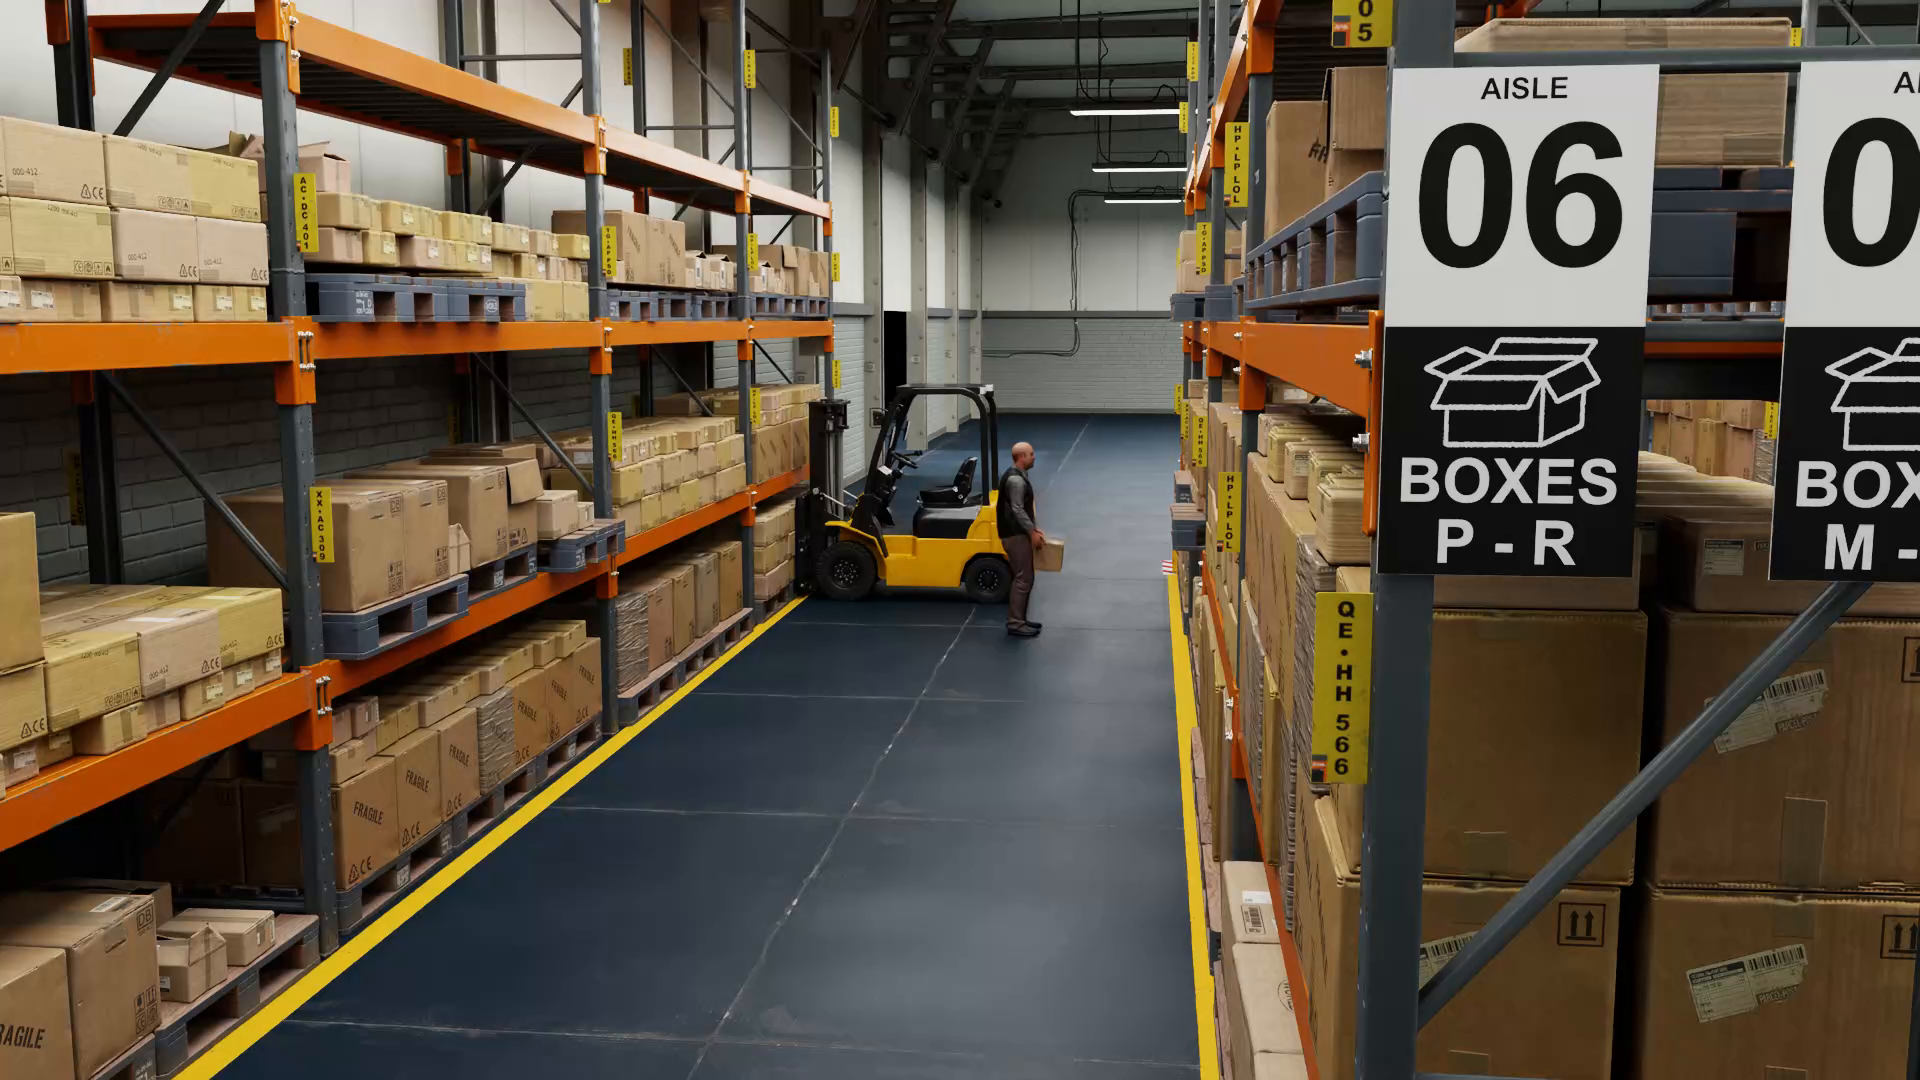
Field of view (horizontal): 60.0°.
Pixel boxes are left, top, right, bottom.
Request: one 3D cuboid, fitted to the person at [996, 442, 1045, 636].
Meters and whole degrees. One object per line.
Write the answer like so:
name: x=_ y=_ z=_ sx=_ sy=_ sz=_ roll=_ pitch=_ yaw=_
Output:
person: x=0.546 y=-0.022 z=15.028 sx=0.446 sy=1.727 sz=0.551 roll=1 pitch=8 yaw=5
